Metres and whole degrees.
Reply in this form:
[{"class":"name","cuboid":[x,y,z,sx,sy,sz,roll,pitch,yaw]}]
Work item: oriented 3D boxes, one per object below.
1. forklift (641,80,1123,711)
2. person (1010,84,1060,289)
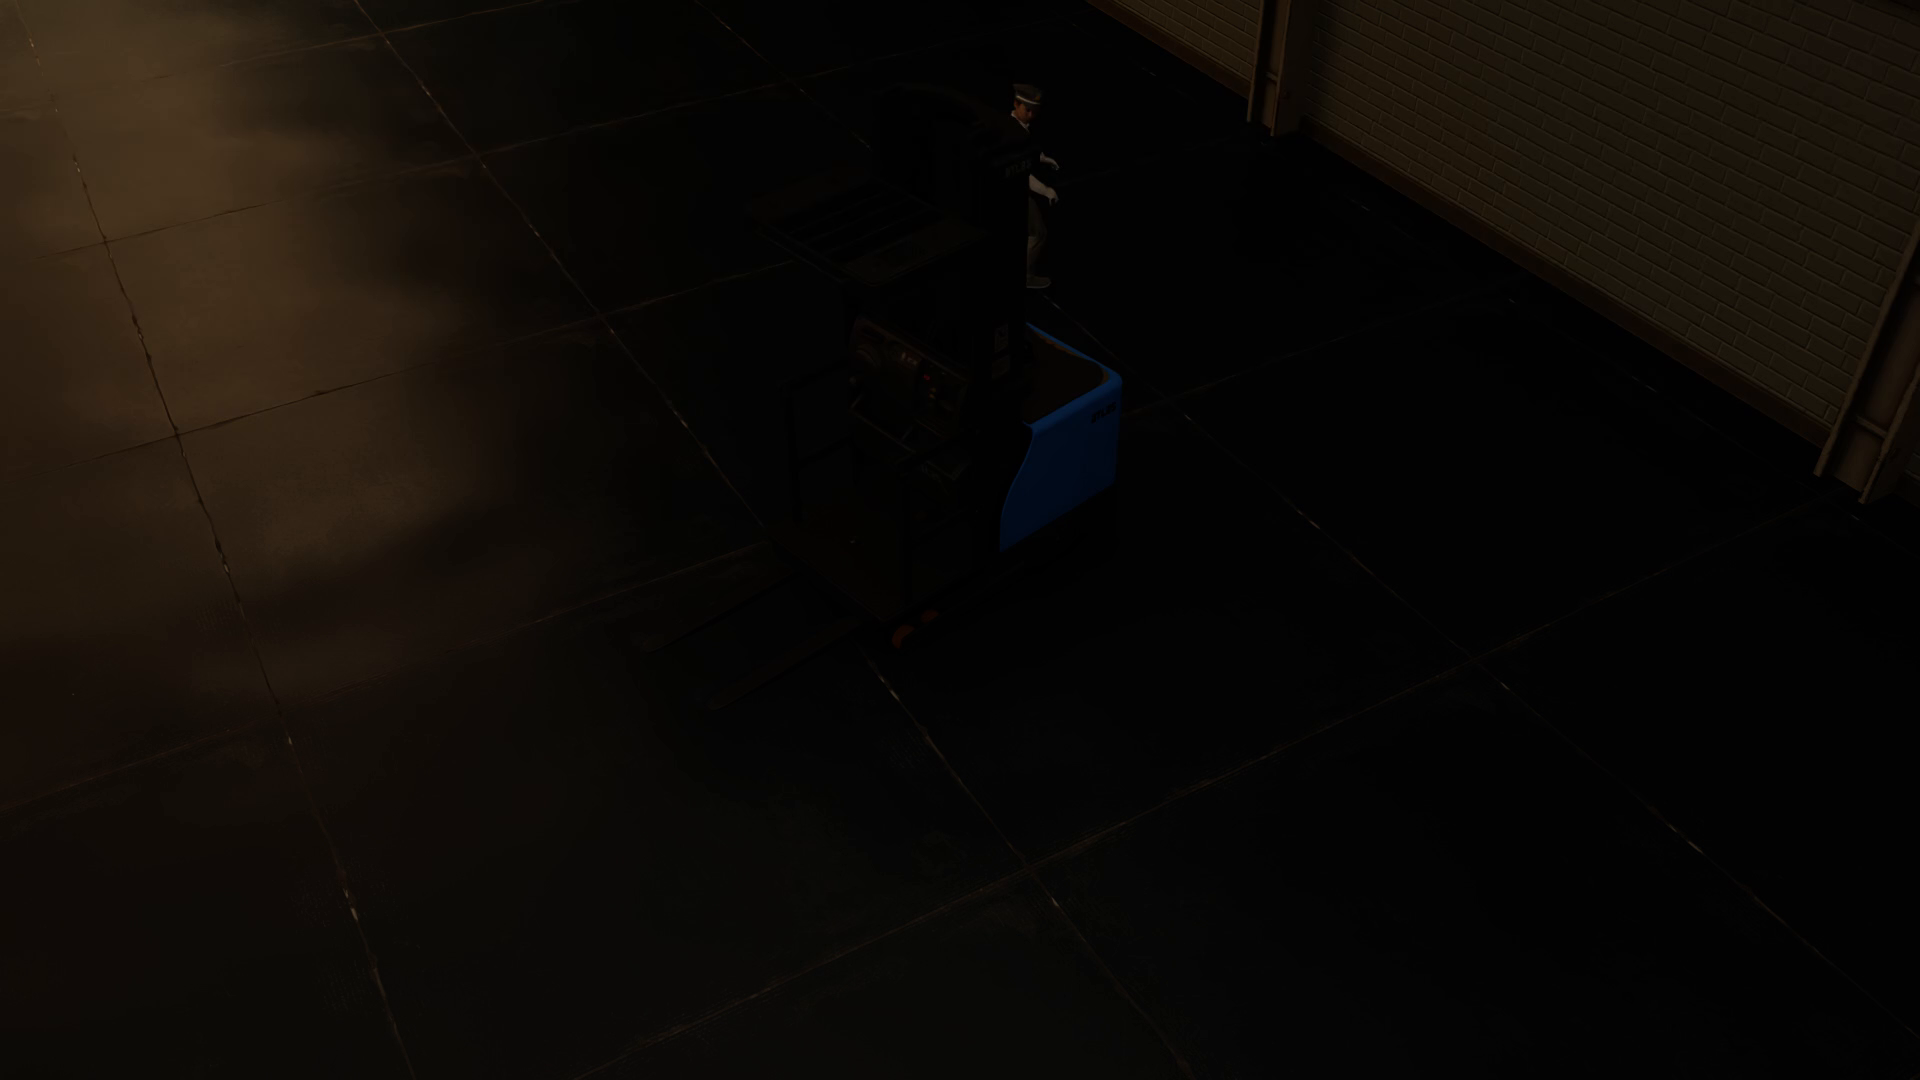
[{"class":"forklift","cuboid":[-0.442,-0.856,9.068,3.031,2.935,1.130,-31,49,-32]},{"class":"person","cuboid":[0.498,-2.571,12.202,0.618,1.628,0.729,-9,41,-11]}]
